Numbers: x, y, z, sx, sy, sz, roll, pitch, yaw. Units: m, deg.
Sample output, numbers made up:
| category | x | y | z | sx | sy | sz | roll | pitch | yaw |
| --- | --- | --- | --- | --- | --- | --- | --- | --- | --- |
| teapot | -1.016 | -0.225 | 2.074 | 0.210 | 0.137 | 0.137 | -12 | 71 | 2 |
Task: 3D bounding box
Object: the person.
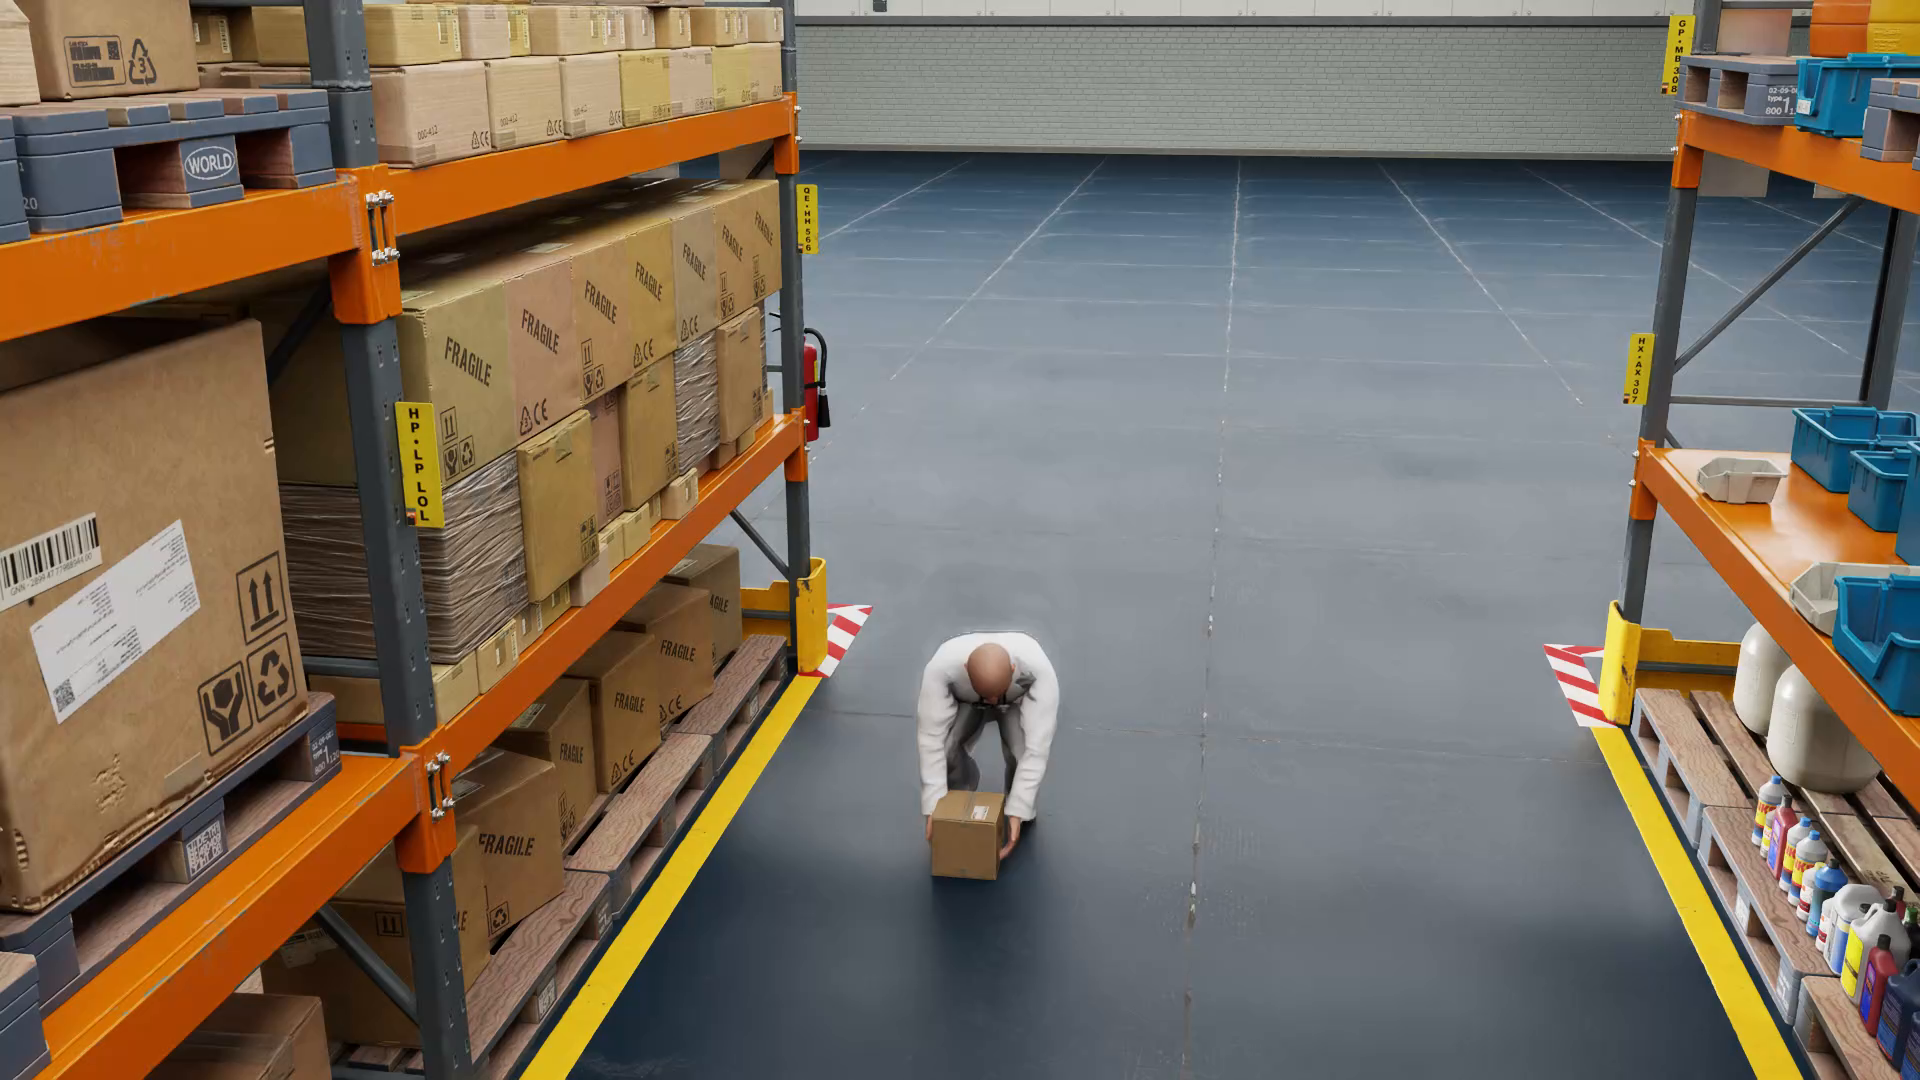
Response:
| category | x | y | z | sx | sy | sz | roll | pitch | yaw |
| --- | --- | --- | --- | --- | --- | --- | --- | --- | --- |
| person | 0.112 | 0.728 | 6.730 | 0.601 | 0.906 | 0.906 | 3 | 18 | 9 |
